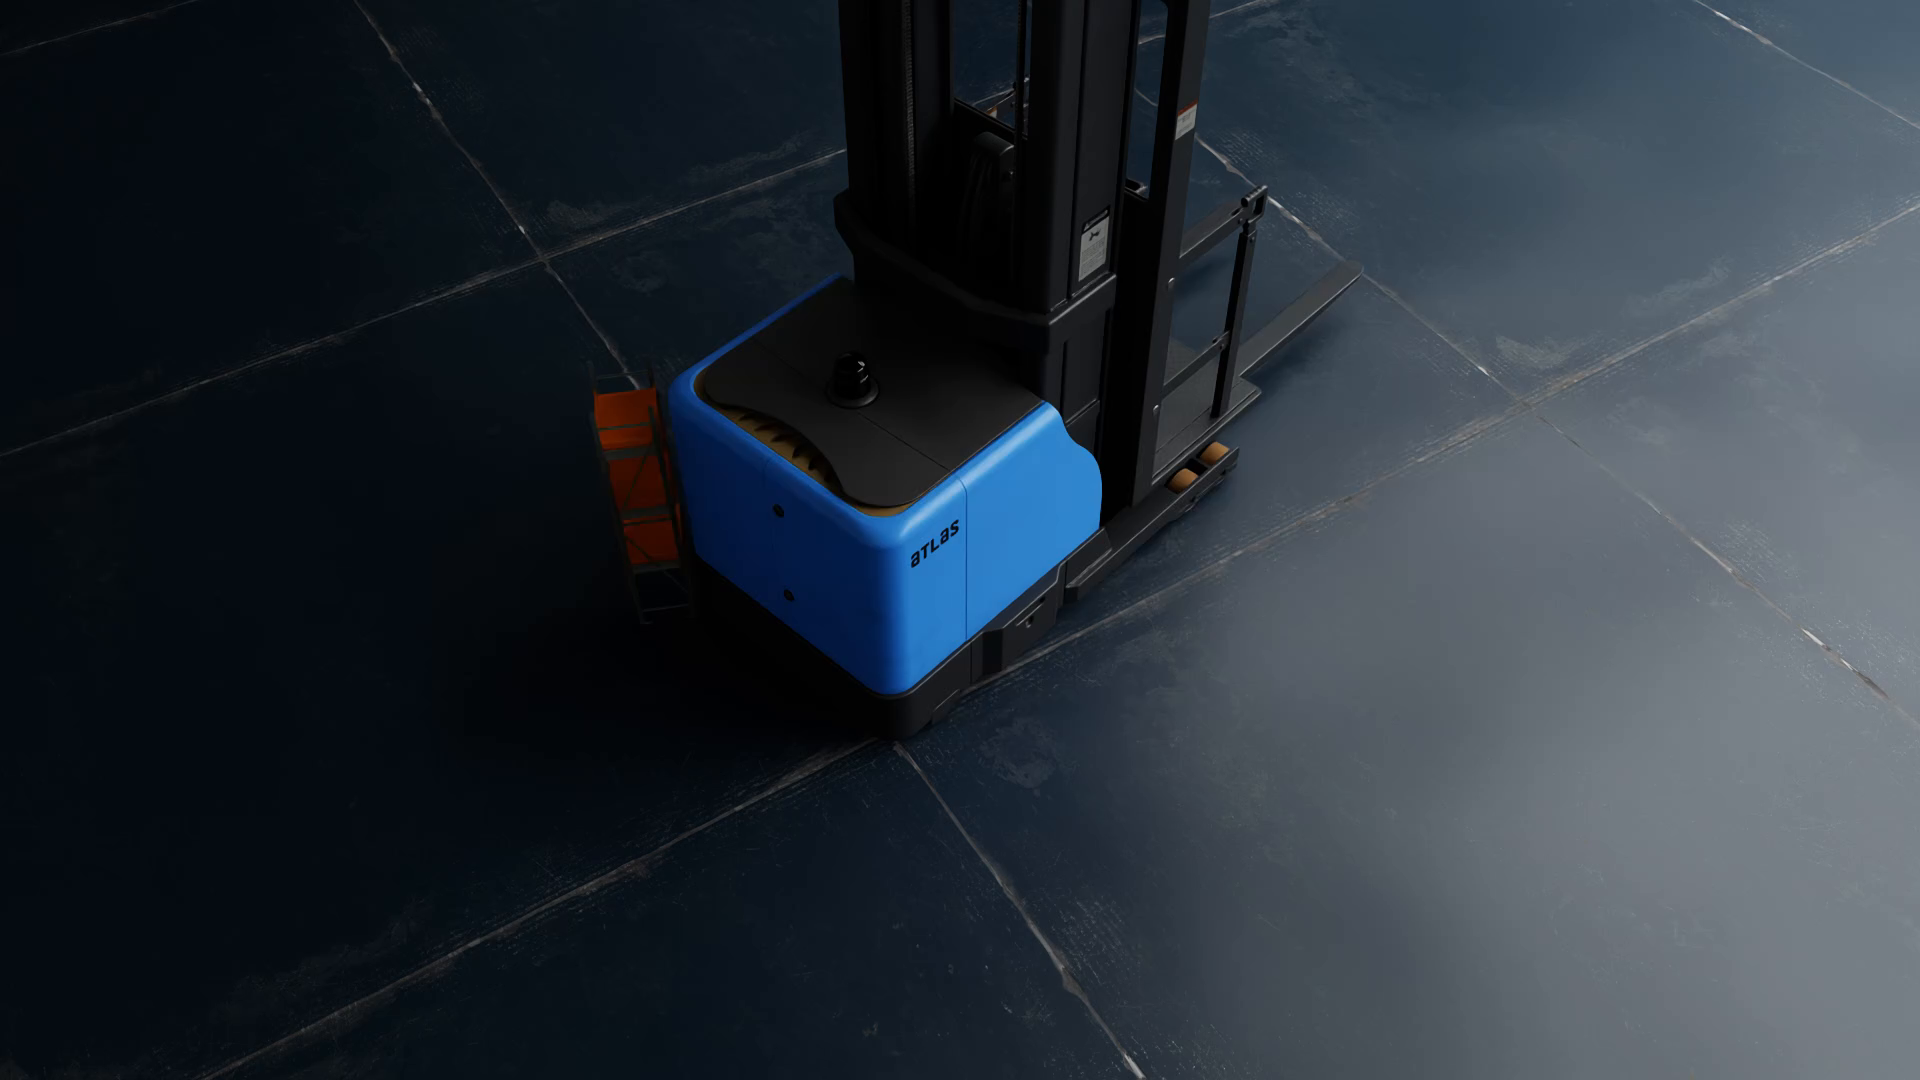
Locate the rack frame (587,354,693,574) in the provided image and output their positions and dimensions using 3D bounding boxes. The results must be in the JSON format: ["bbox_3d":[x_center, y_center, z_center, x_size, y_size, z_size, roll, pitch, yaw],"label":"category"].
[{"bbox_3d":[-1.096,-0.238,5.757,0.200,1.050,0.008,-8,49,-6],"label":"rack frame"}]

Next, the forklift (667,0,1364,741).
[{"bbox_3d":[0.424,-1.316,5.459,1.130,2.935,3.031,35,57,27],"label":"forklift"}]

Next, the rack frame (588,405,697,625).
[{"bbox_3d":[-1.056,-0.059,5.597,0.200,1.050,0.008,-8,49,-6],"label":"rack frame"}]

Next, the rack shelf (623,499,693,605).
[{"bbox_3d":[-1.072,0.043,5.893,0.215,0.259,0.240,-8,49,-6],"label":"rack shelf"}]

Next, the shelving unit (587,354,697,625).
[{"bbox_3d":[-1.076,-0.148,5.677,0.215,1.050,0.252,-8,49,-6],"label":"shelving unit"}]

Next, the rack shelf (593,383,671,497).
[{"bbox_3d":[-1.080,-0.330,5.473,0.215,0.259,0.240,-8,49,-6],"label":"rack shelf"}]

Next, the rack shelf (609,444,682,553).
[{"bbox_3d":[-1.076,-0.141,5.685,0.215,0.259,0.240,-8,49,-6],"label":"rack shelf"}]
